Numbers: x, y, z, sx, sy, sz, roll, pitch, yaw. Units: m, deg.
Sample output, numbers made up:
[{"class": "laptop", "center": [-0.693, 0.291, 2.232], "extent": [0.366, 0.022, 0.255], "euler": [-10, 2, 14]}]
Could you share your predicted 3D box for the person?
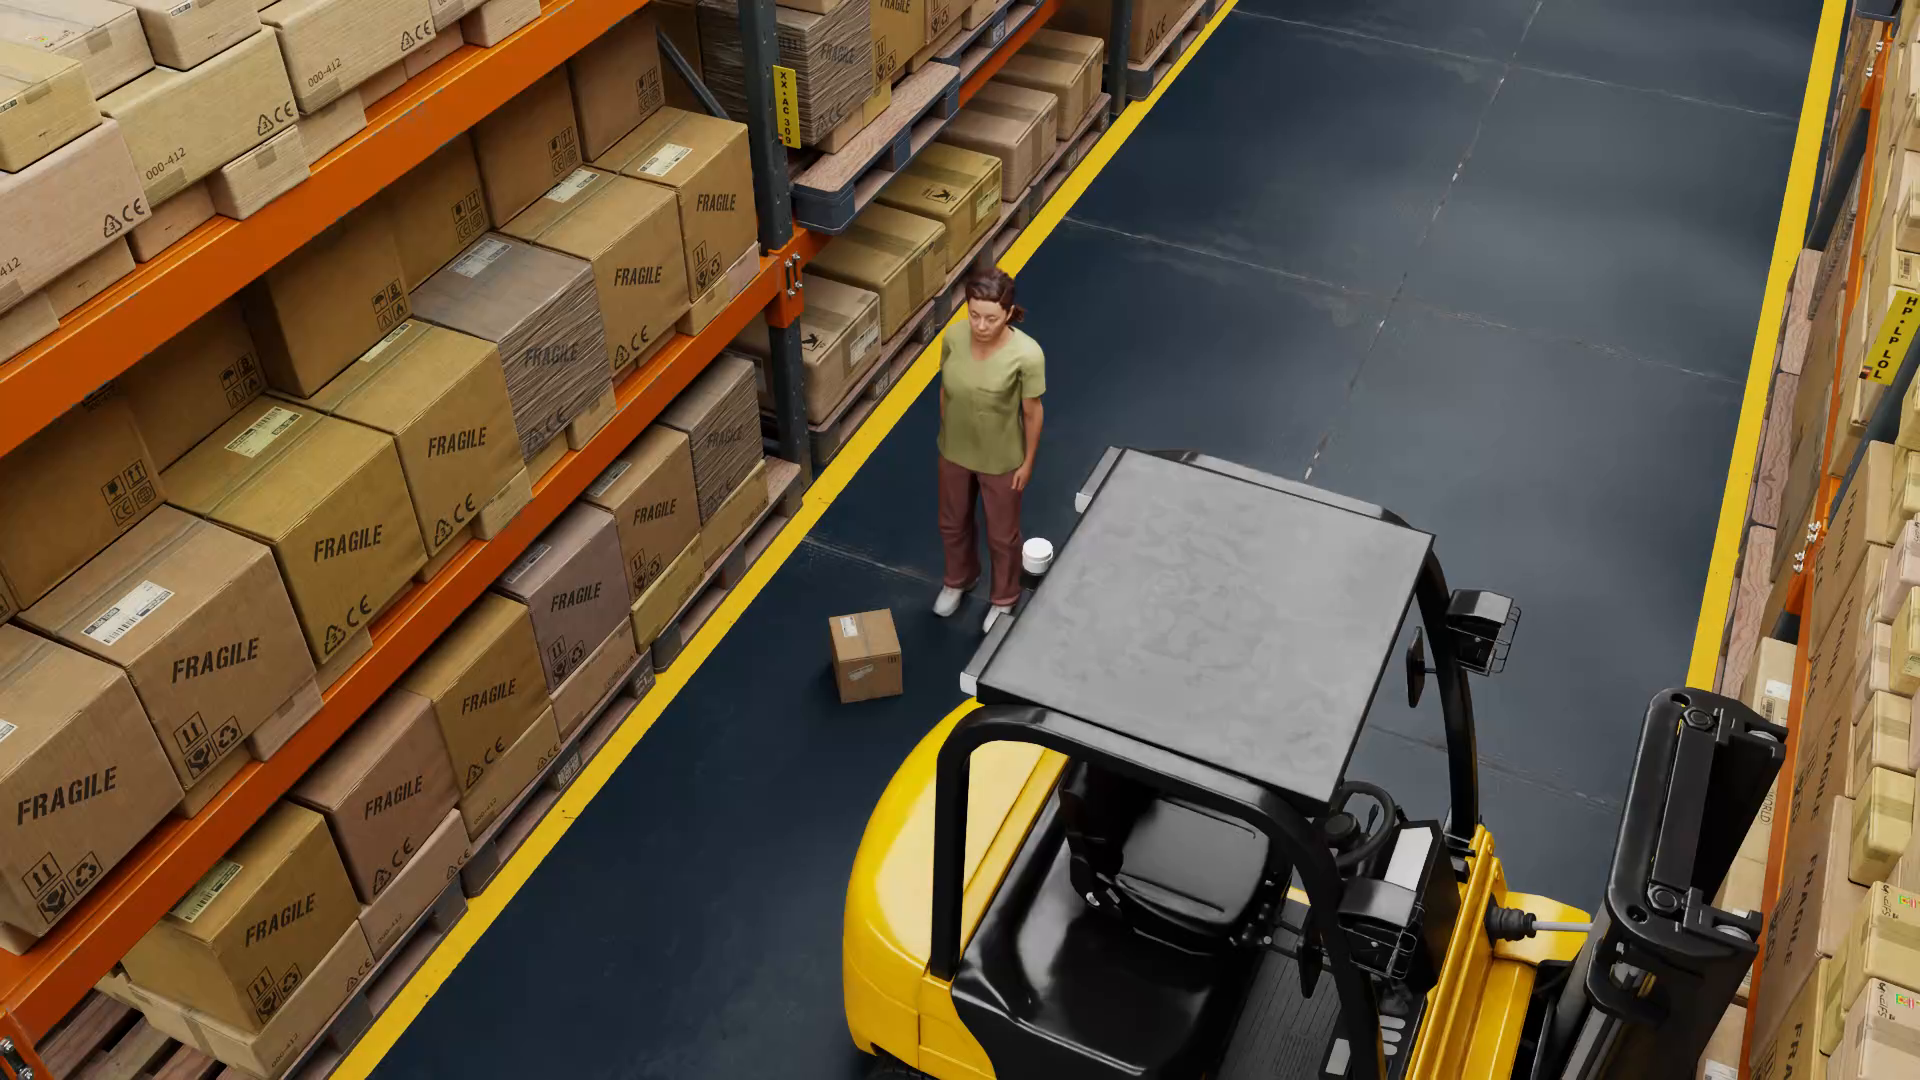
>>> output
[{"class": "person", "center": [0.108, -0.346, 6.549], "extent": [0.441, 1.672, 0.359], "euler": [18, 45, 19]}]
